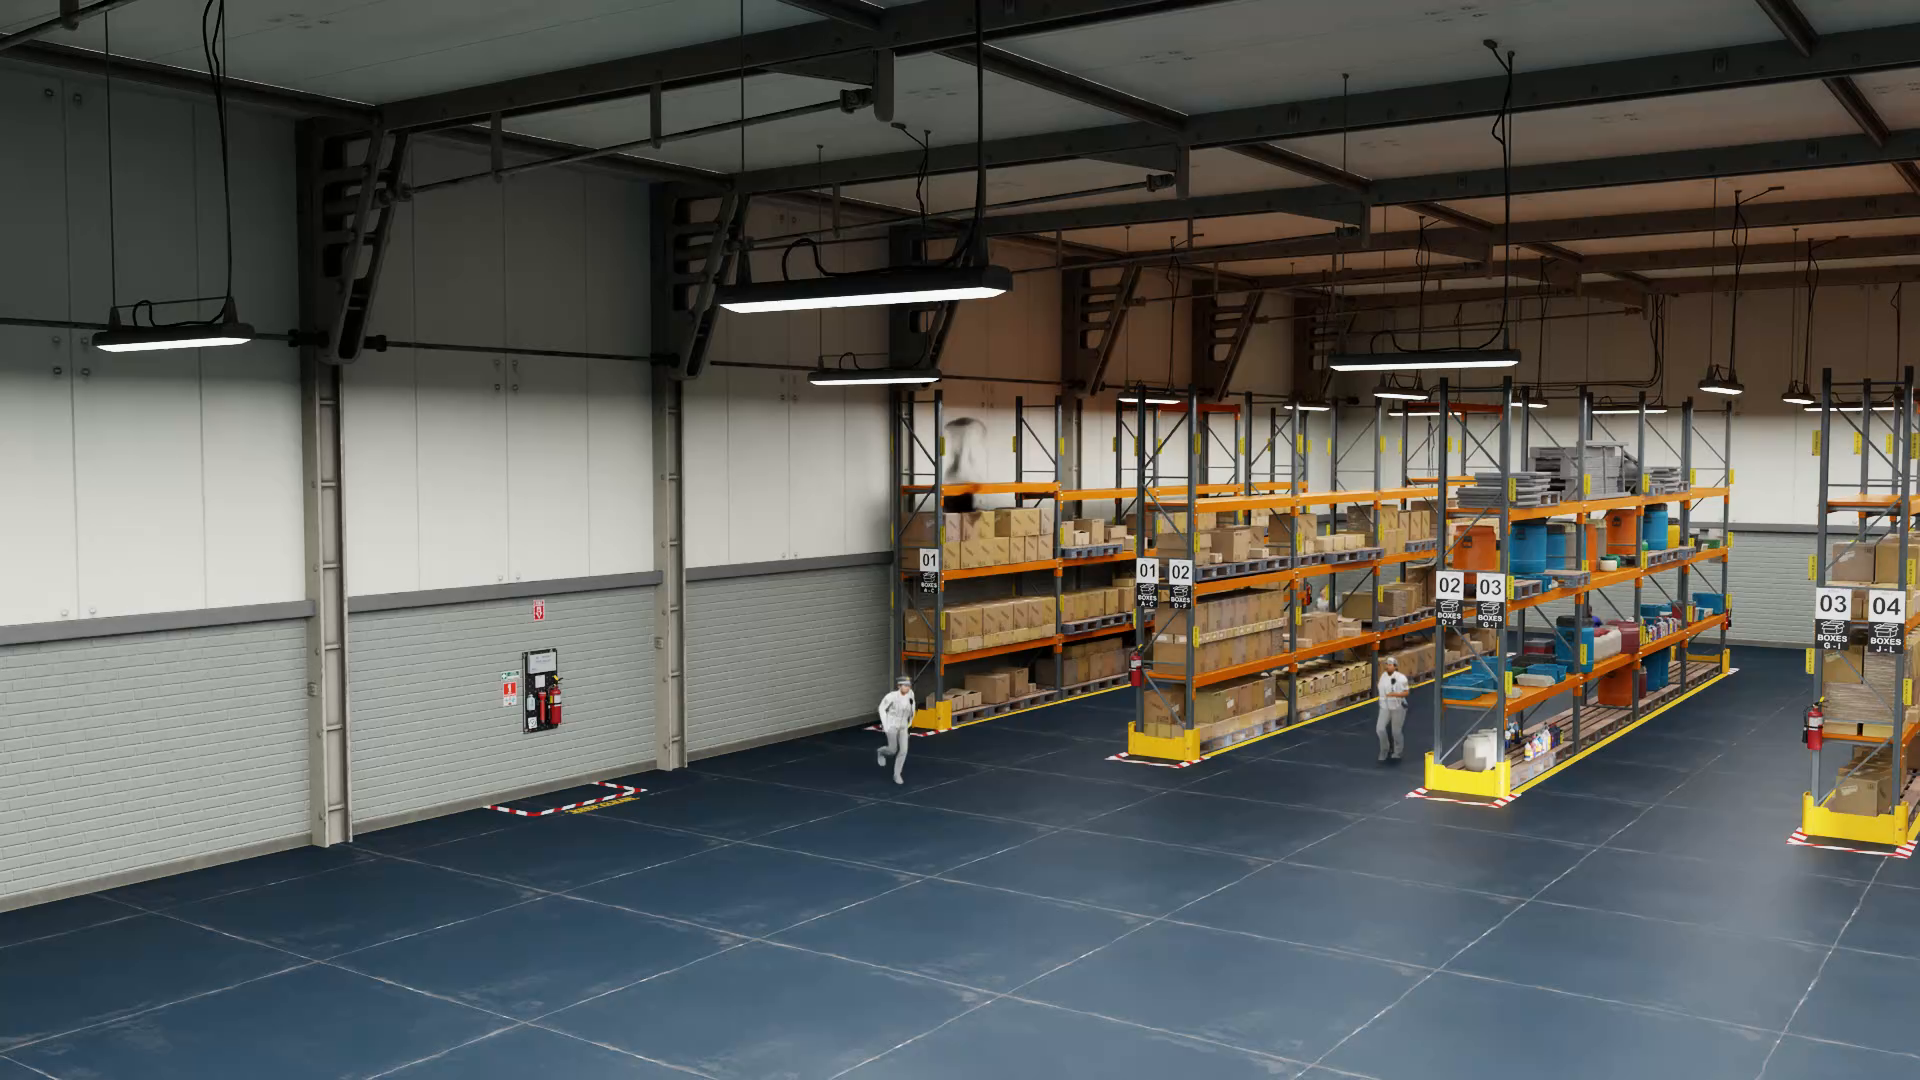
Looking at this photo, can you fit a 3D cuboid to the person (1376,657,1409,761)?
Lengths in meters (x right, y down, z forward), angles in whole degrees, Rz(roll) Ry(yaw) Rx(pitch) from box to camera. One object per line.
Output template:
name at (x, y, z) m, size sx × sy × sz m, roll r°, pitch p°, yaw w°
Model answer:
person at (6.865, 2.710, 26.421) m, size 0.576 × 1.680 × 0.680 m, roll 3°, pitch 4°, yaw 42°

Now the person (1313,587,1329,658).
person at (8.691, 1.956, 39.721) m, size 0.566 × 1.658 × 0.809 m, roll 2°, pitch 4°, yaw 27°

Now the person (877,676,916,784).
person at (-0.983, 2.817, 24.989) m, size 0.619 × 1.633 × 0.841 m, roll -2°, pitch 4°, yaw -36°

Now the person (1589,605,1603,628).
person at (13.465, 2.186, 35.642) m, size 0.551 × 1.610 × 0.663 m, roll 2°, pitch 4°, yaw 34°
